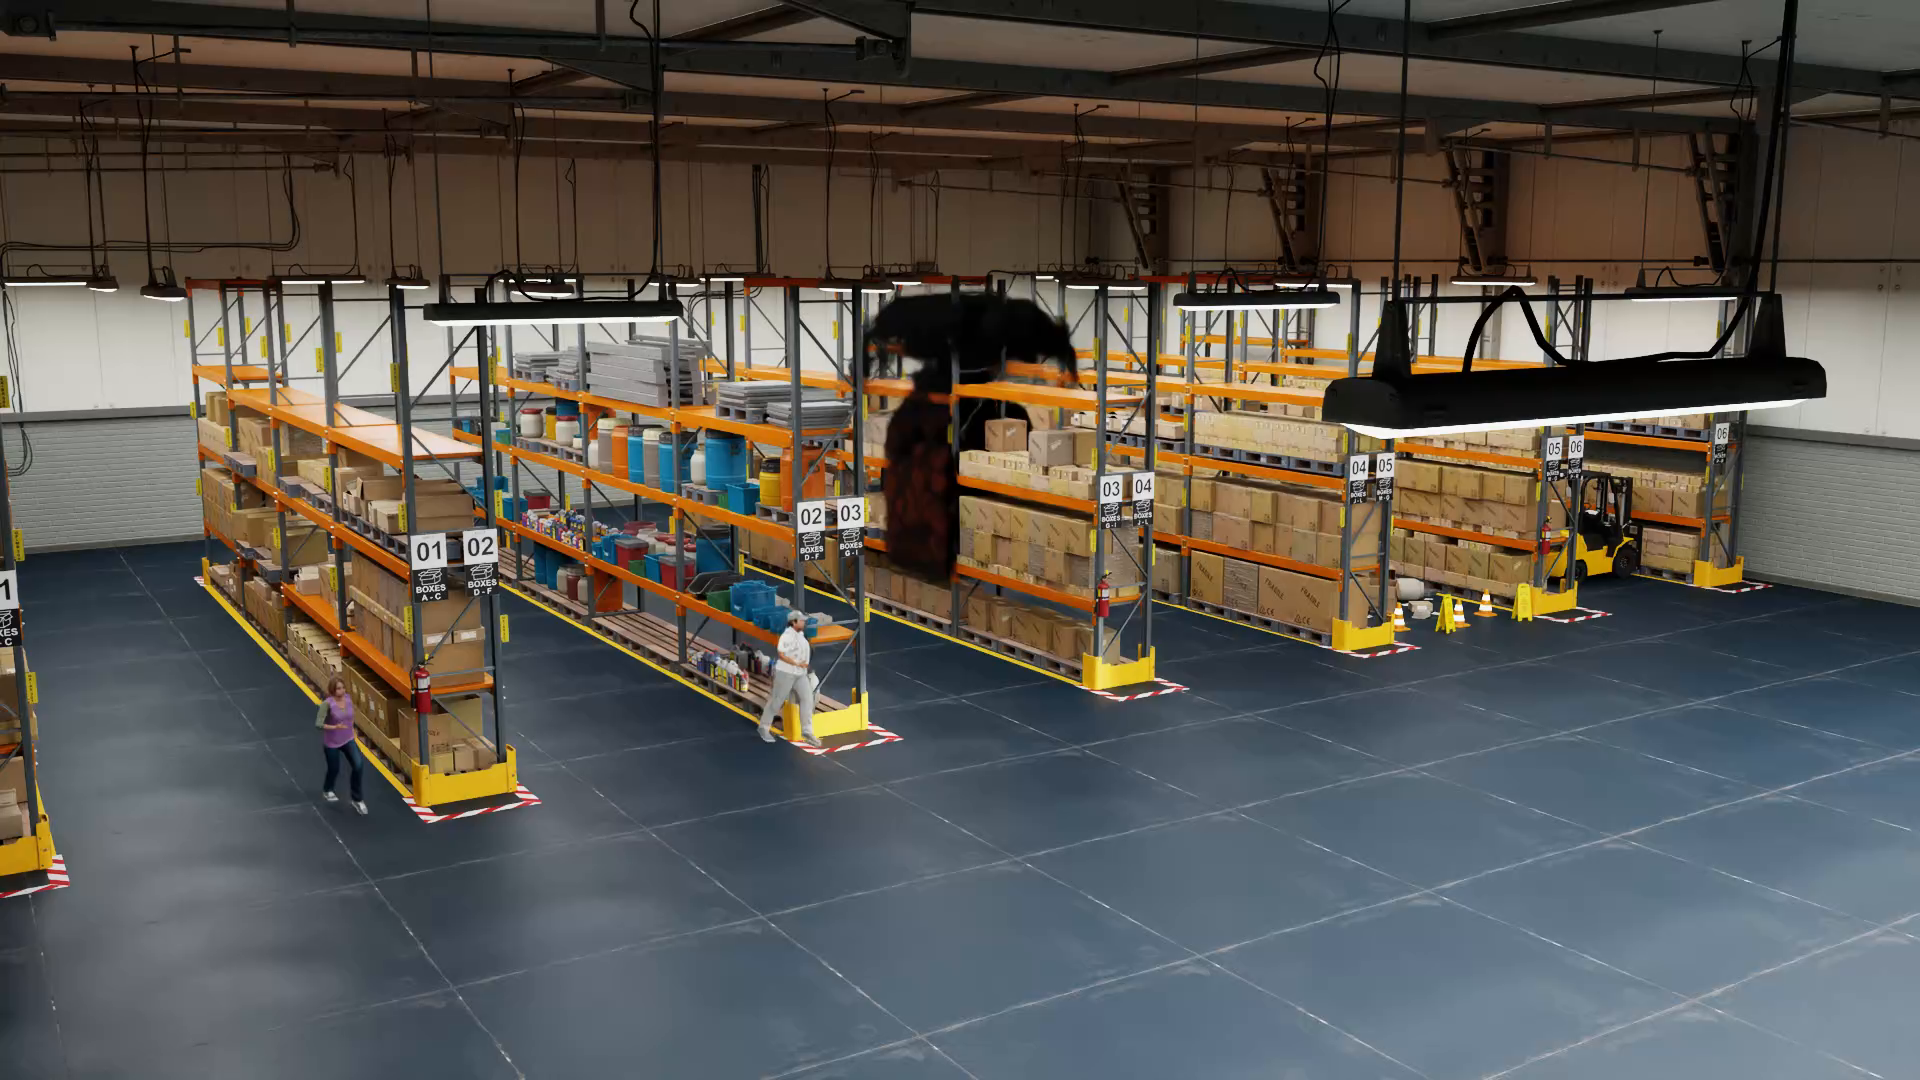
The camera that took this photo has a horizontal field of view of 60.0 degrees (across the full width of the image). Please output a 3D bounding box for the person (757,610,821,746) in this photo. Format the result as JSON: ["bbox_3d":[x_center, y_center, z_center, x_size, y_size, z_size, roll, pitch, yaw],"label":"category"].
[{"bbox_3d":[-2.122,1.737,21.211,0.823,1.693,0.680,4,10,22],"label":"person"}]

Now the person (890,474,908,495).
[{"bbox_3d":[-1.348,-0.640,36.851,0.555,1.649,0.550,-4,11,-25],"label":"person"}]

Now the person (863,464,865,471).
[{"bbox_3d":[-2.367,-1.517,42.046,0.650,1.676,0.770,-1,10,-7],"label":"person"}]

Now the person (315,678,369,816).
[{"bbox_3d":[-7.189,2.363,19.218,0.763,1.622,0.563,9,13,44],"label":"person"}]
